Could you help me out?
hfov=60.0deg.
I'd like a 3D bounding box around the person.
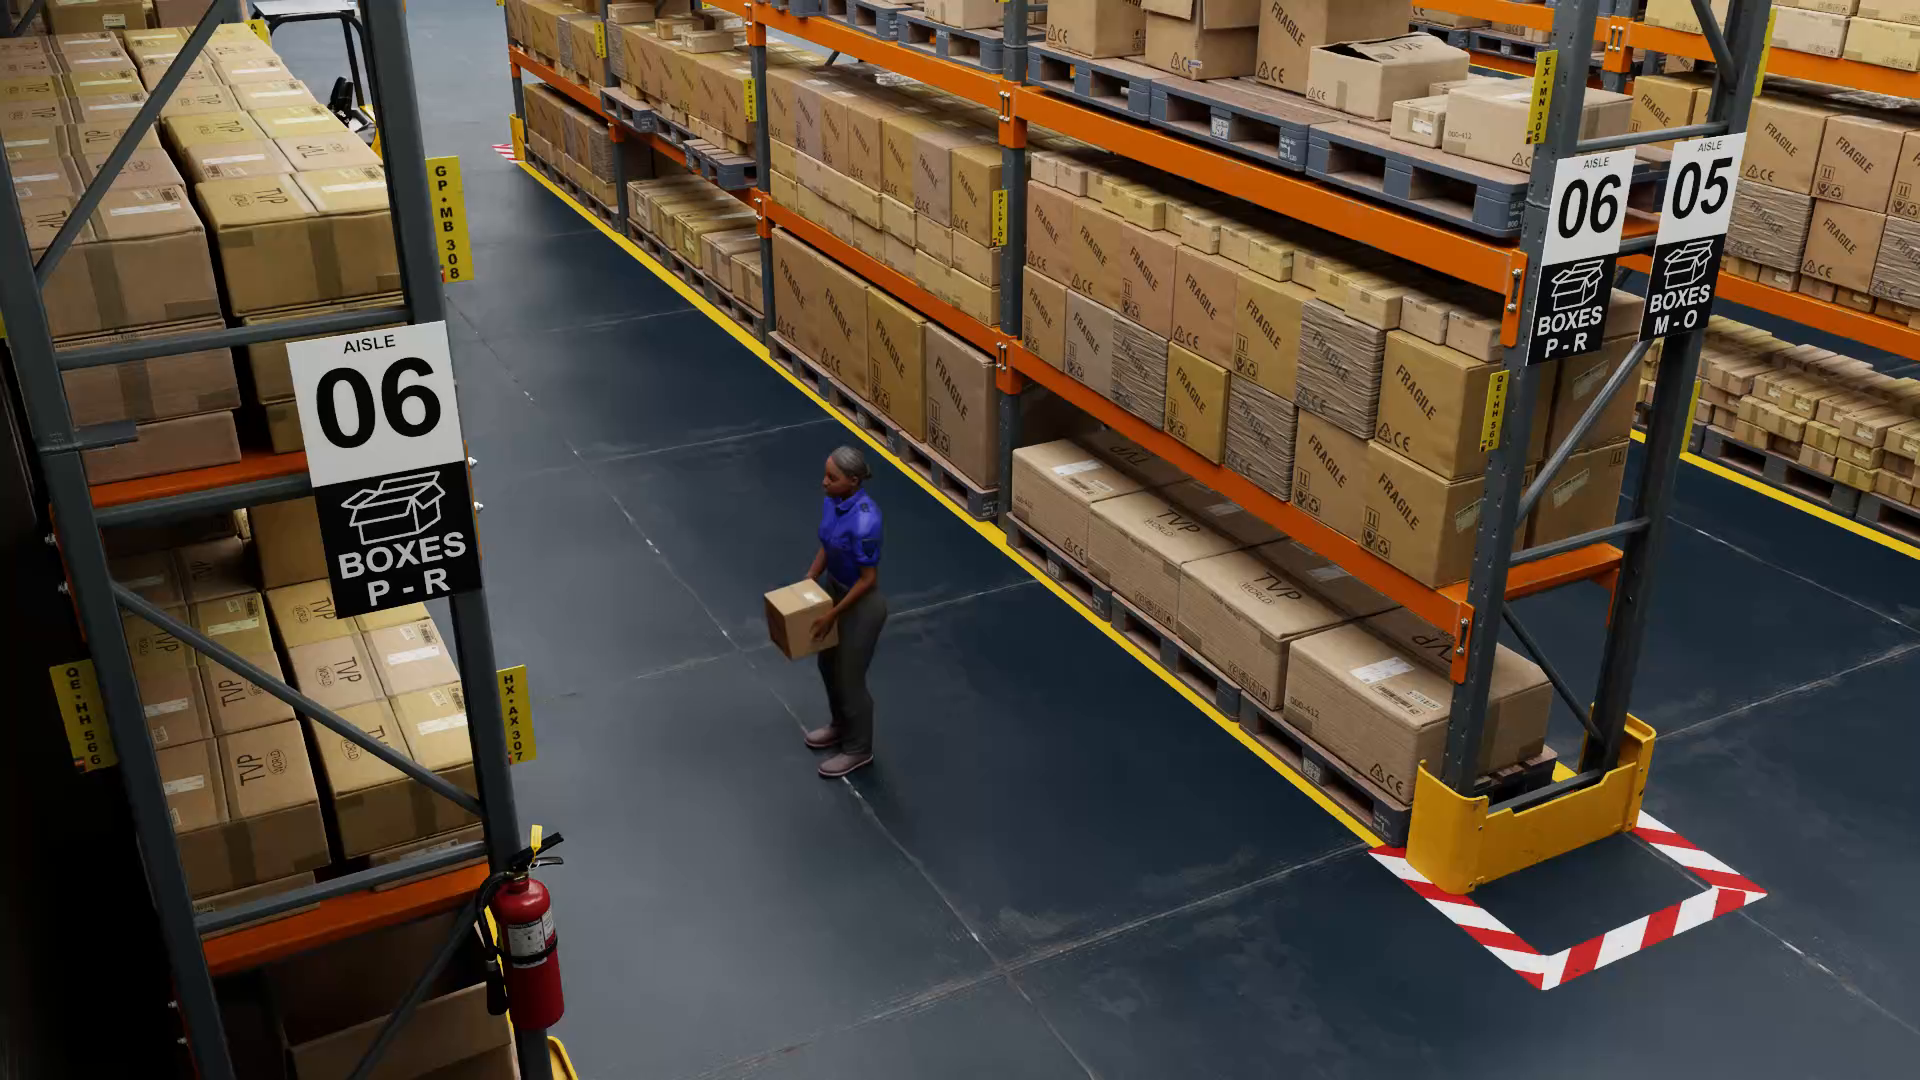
[{"bbox_3d":[-0.570,0.330,7.922,0.418,1.663,0.475,-13,29,-26],"label":"person"}]
